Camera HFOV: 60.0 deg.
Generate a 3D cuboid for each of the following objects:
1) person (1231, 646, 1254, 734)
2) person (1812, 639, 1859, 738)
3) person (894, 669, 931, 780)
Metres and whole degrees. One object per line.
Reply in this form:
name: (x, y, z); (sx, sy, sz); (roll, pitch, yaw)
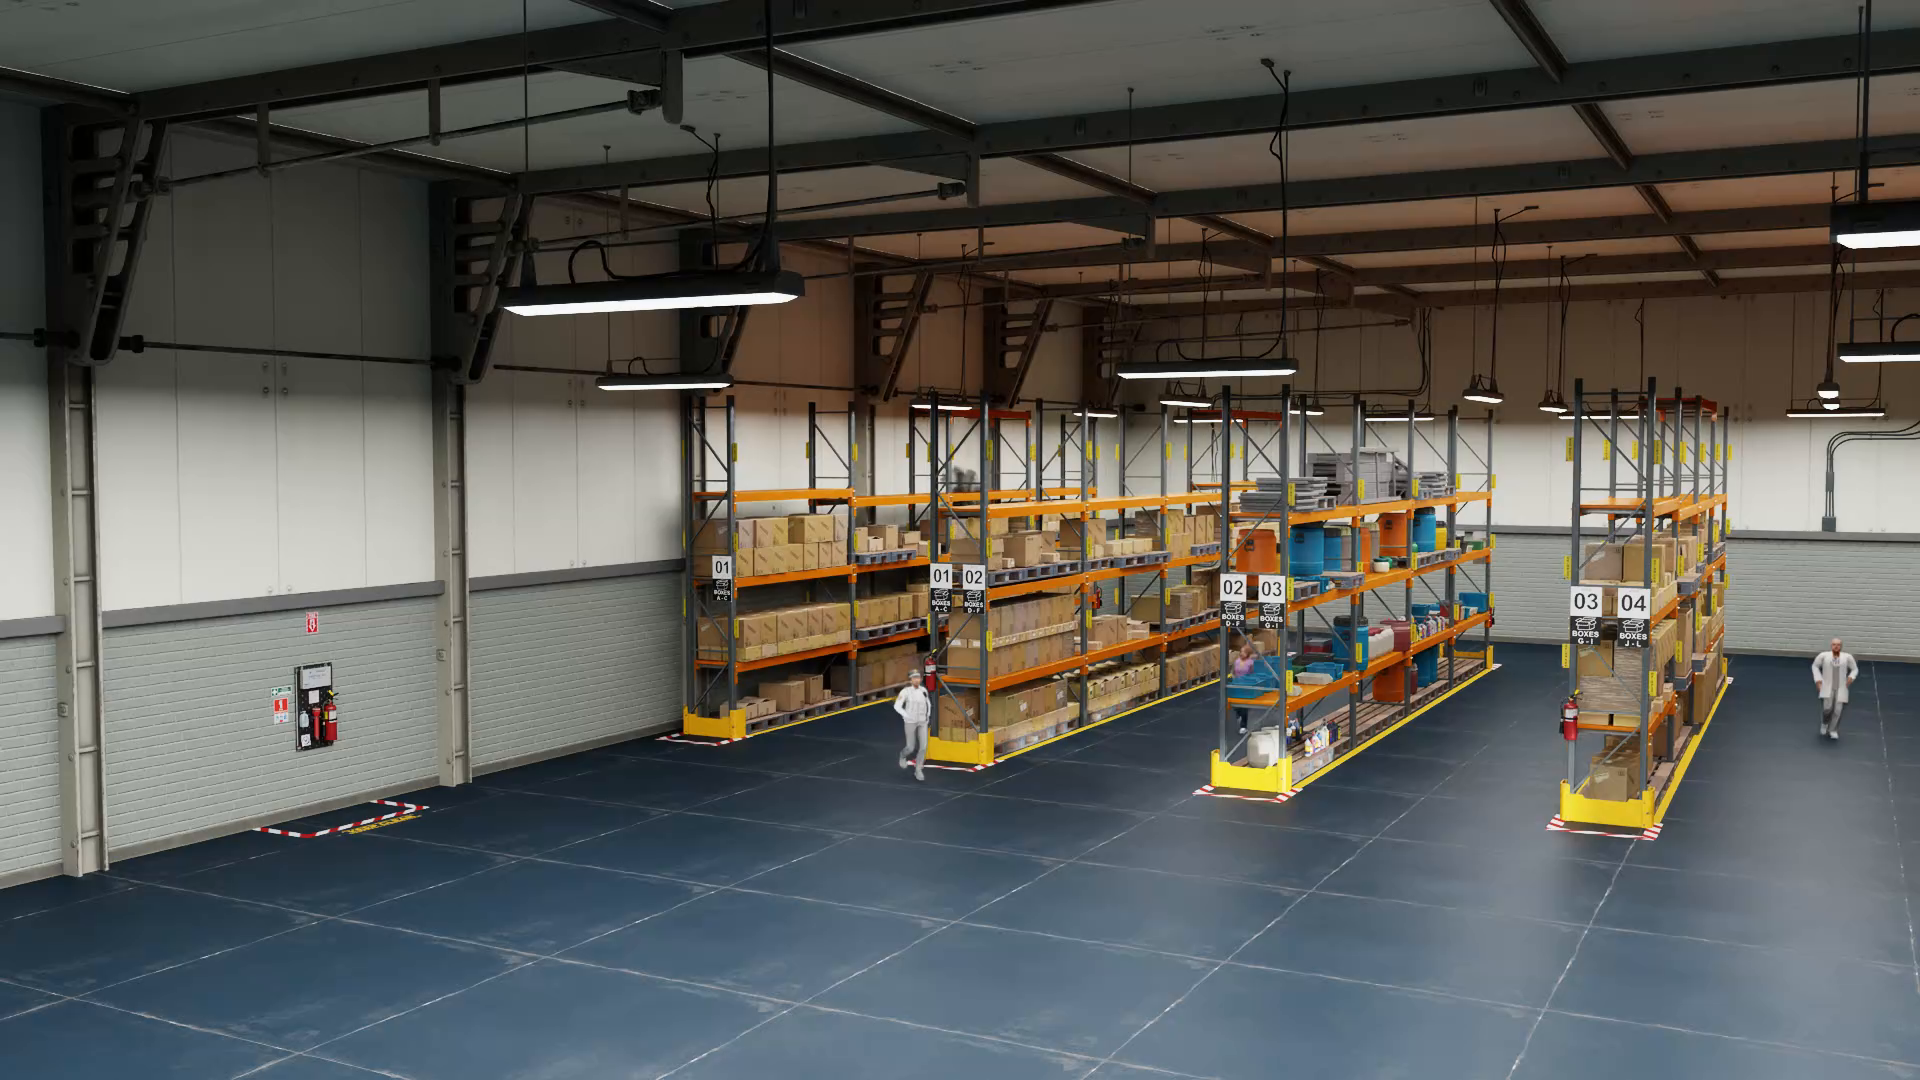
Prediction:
person: (5.006, 2.668, 29.552); (0.503, 1.559, 0.493); (1, 3, 25)
person: (15.326, 2.598, 29.111); (0.722, 1.746, 0.628); (1, 3, 23)
person: (-0.713, 2.827, 25.690); (0.633, 1.692, 0.676); (-1, 3, -24)
